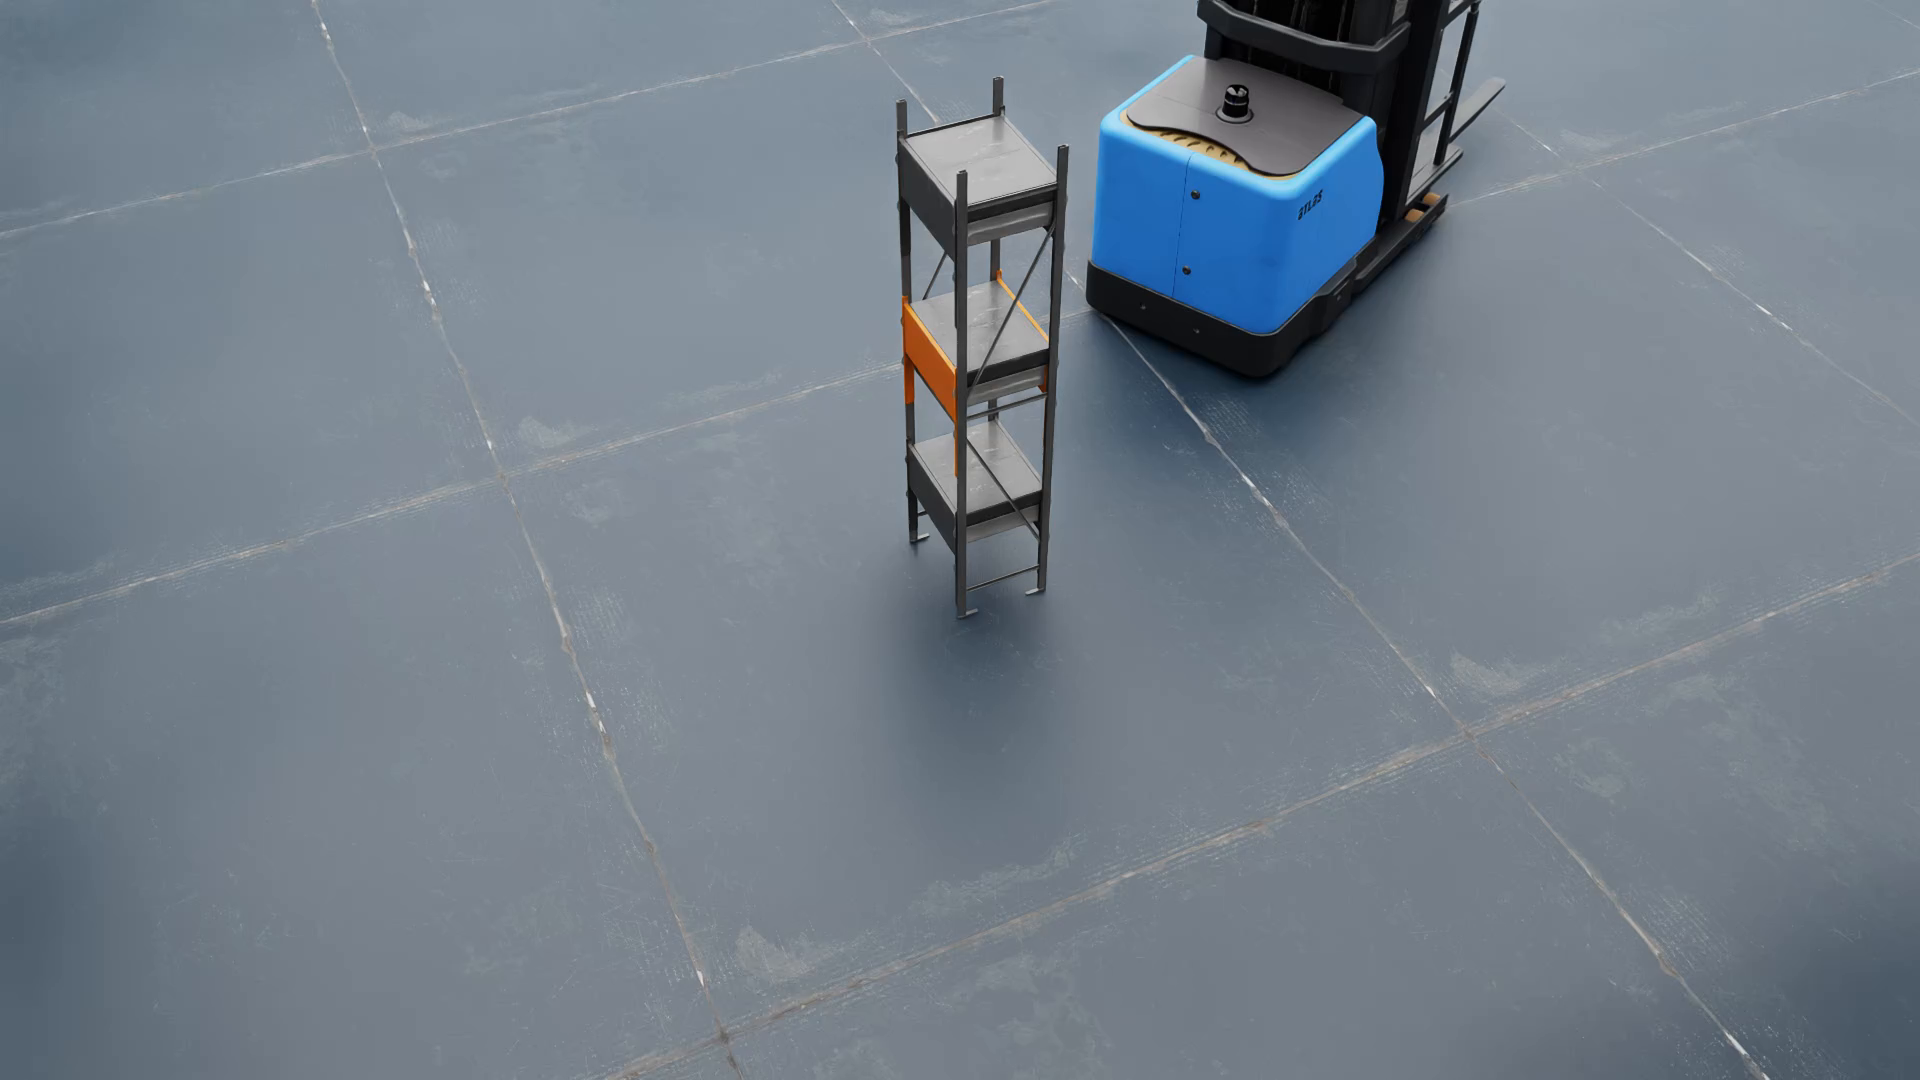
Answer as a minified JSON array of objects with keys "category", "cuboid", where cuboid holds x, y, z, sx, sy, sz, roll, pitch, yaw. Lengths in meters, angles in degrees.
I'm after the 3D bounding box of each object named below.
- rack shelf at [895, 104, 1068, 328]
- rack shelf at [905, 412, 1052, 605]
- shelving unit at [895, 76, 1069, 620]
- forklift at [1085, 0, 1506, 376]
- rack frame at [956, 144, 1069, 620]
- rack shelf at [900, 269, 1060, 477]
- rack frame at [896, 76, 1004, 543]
[{"category":"rack shelf","cuboid":[0.070,-1.130,5.792,0.431,0.518,0.480,-18,47,-17]},{"category":"rack shelf","cuboid":[0.070,-0.134,6.776,0.431,0.518,0.480,-18,47,-17]},{"category":"shelving unit","cuboid":[0.070,-0.642,6.274,0.431,2.100,0.503,-18,47,-17]},{"category":"forklift","cuboid":[1.917,-2.797,7.866,1.130,2.935,3.031,28,51,26]},{"category":"rack frame","cuboid":[0.172,-0.486,6.117,0.400,2.100,0.015,-18,47,-17]},{"category":"rack shelf","cuboid":[0.070,-0.632,6.284,0.431,0.518,0.480,-18,47,-17]},{"category":"rack frame","cuboid":[-0.033,-0.797,6.432,0.400,2.100,0.015,-18,47,-17]}]
